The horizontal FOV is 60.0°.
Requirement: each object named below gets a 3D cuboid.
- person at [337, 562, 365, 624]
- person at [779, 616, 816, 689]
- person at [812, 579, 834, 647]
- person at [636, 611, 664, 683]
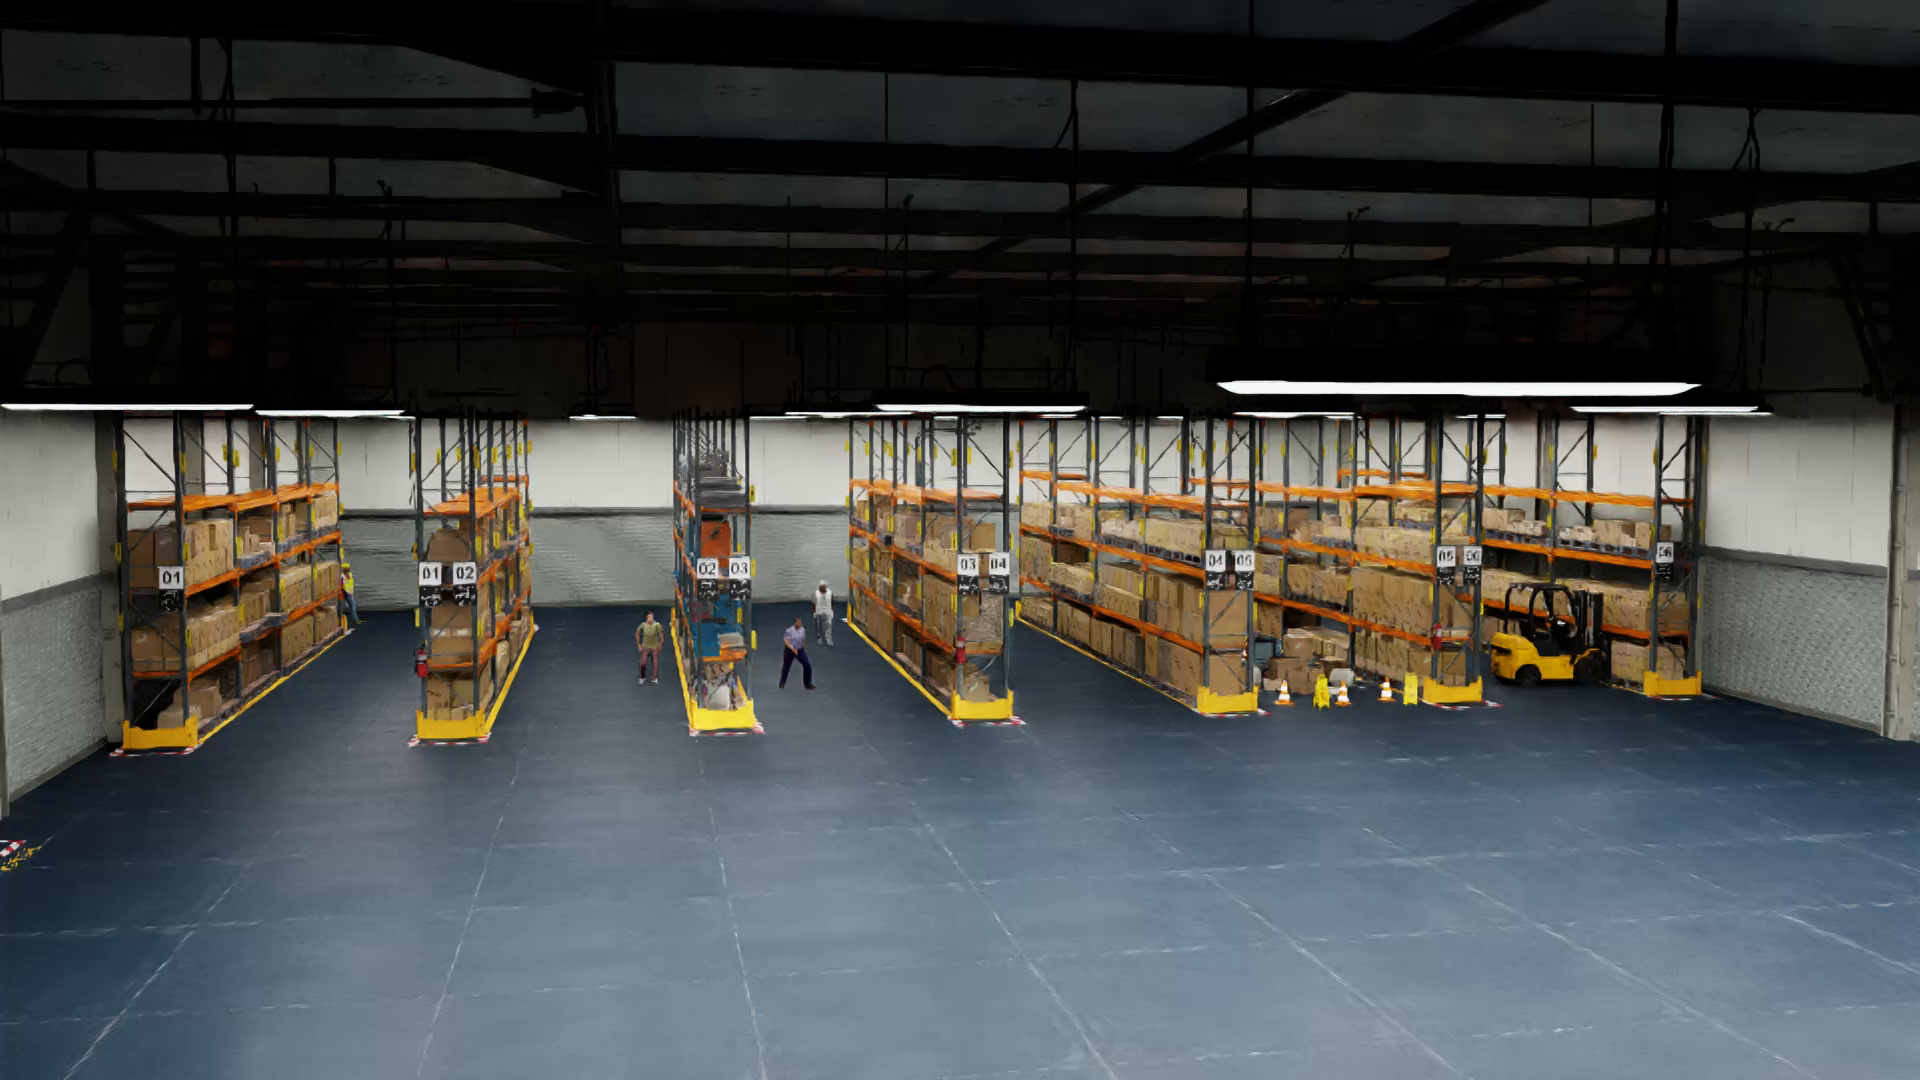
[{"bbox_3d":[-17.279,1.501,46.897,0.568,1.752,0.740,2,5,27],"label":"person"},{"bbox_3d":[-3.519,2.391,35.636,0.647,1.577,0.821,-2,5,-29],"label":"person"},{"bbox_3d":[-3.499,1.842,42.425,0.566,1.706,1.122,-1,4,-9],"label":"person"},{"bbox_3d":[-6.784,2.336,36.363,0.598,1.619,0.507,-1,4,-12],"label":"person"}]
